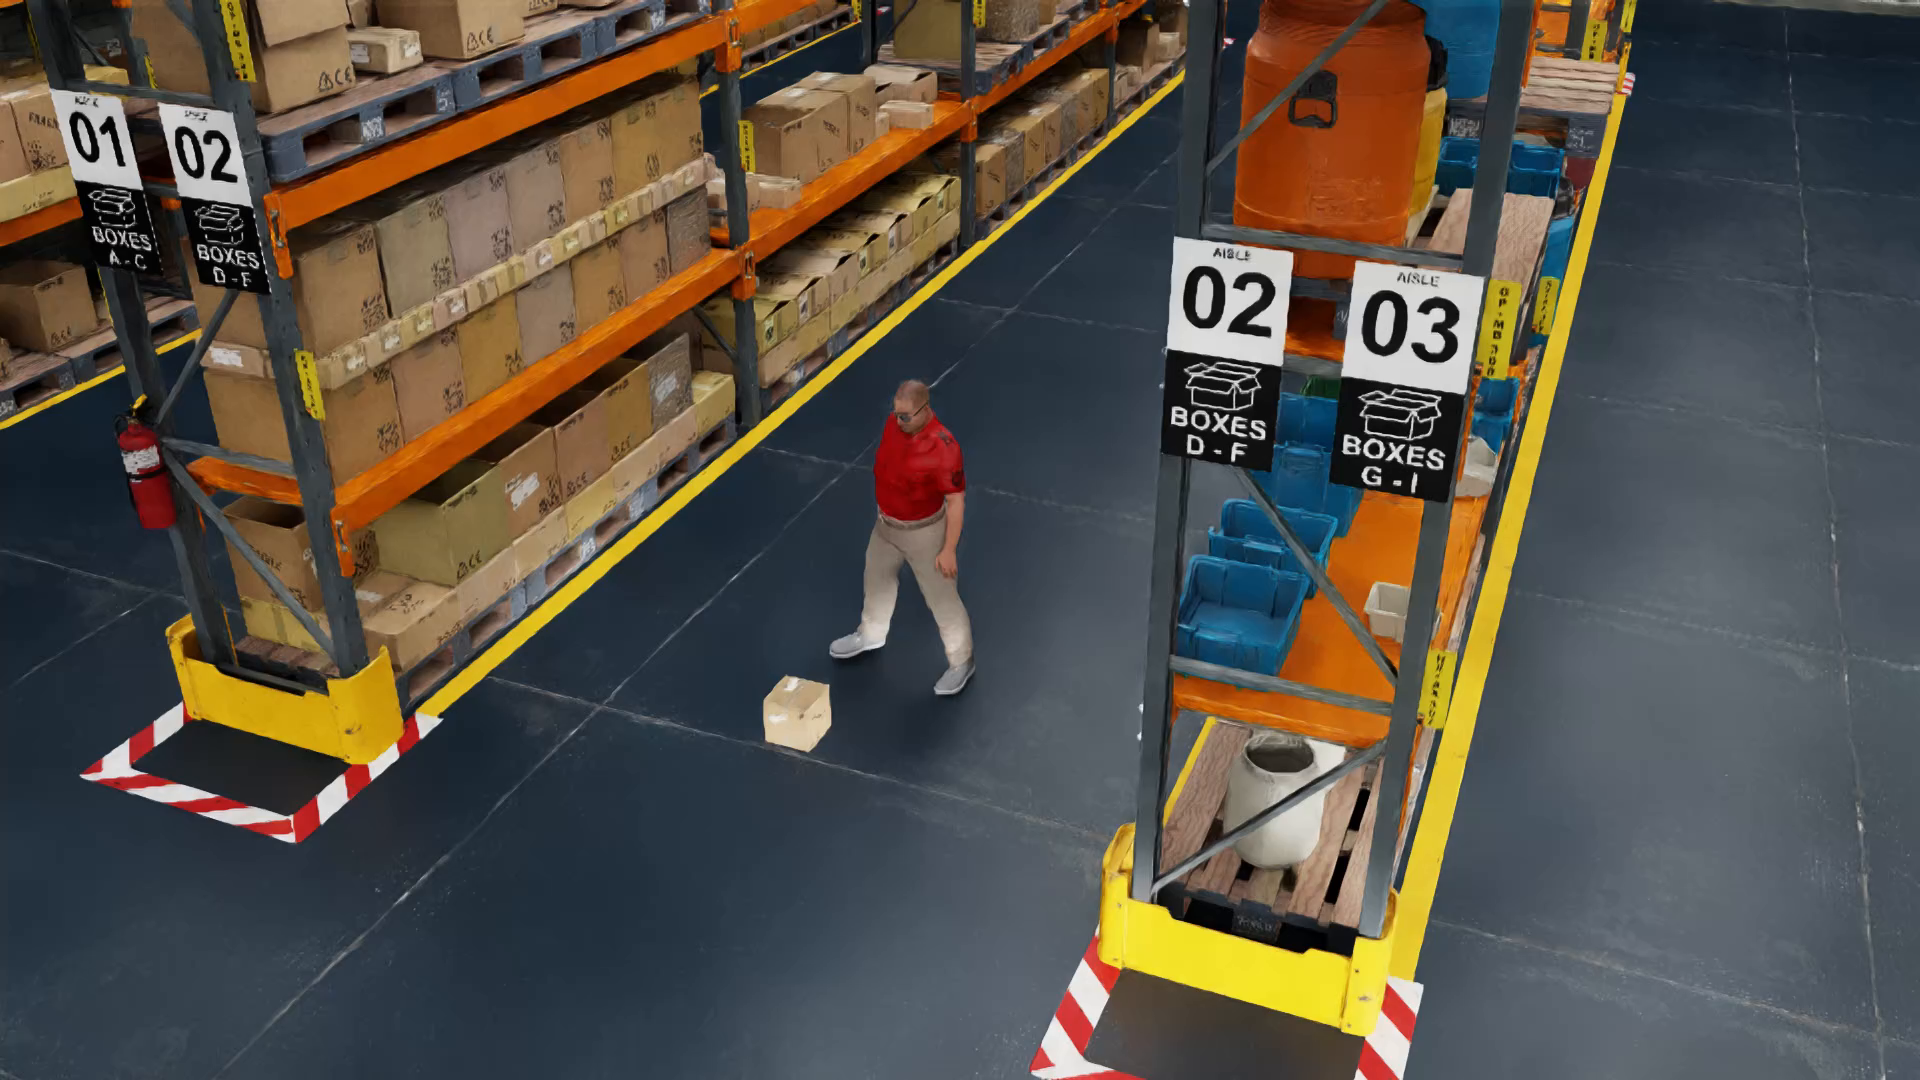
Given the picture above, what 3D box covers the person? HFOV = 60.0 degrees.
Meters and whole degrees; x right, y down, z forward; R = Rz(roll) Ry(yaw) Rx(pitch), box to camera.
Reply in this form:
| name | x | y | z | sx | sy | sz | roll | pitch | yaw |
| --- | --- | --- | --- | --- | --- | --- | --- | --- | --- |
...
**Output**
| name | x | y | z | sx | sy | sz | roll | pitch | yaw |
| --- | --- | --- | --- | --- | --- | --- | --- | --- | --- |
| person | -0.293 | -0.064 | 8.506 | 0.542 | 1.716 | 0.744 | -22 | 36 | -34 |
